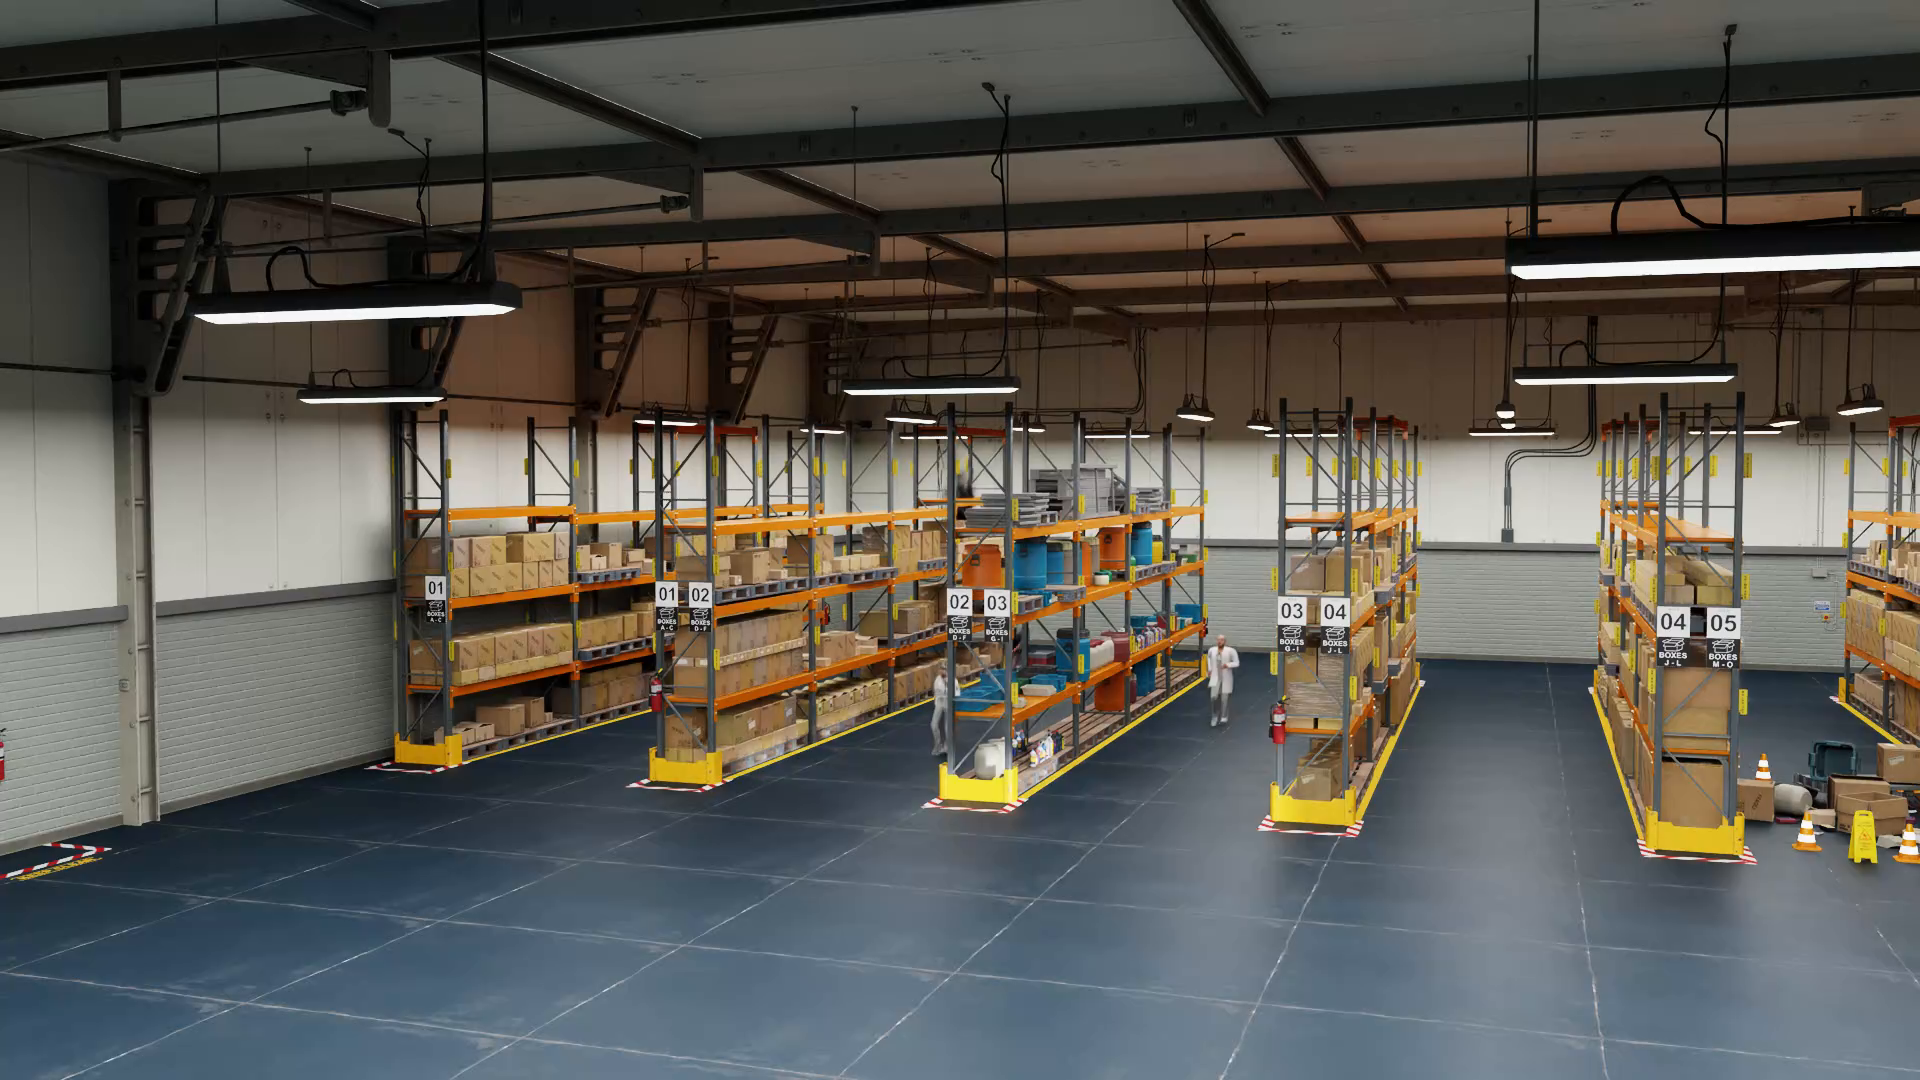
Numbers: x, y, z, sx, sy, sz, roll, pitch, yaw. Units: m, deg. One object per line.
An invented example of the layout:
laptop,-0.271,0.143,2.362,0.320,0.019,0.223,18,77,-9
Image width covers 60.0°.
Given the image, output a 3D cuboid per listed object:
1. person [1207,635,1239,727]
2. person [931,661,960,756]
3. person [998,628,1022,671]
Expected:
person,5.094,2.737,32.339,0.681,1.804,0.793,1,3,21
person,-0.237,2.943,28.946,0.595,1.709,0.708,1,3,27
person,1.165,2.590,37.524,0.656,1.667,0.807,0,2,11
